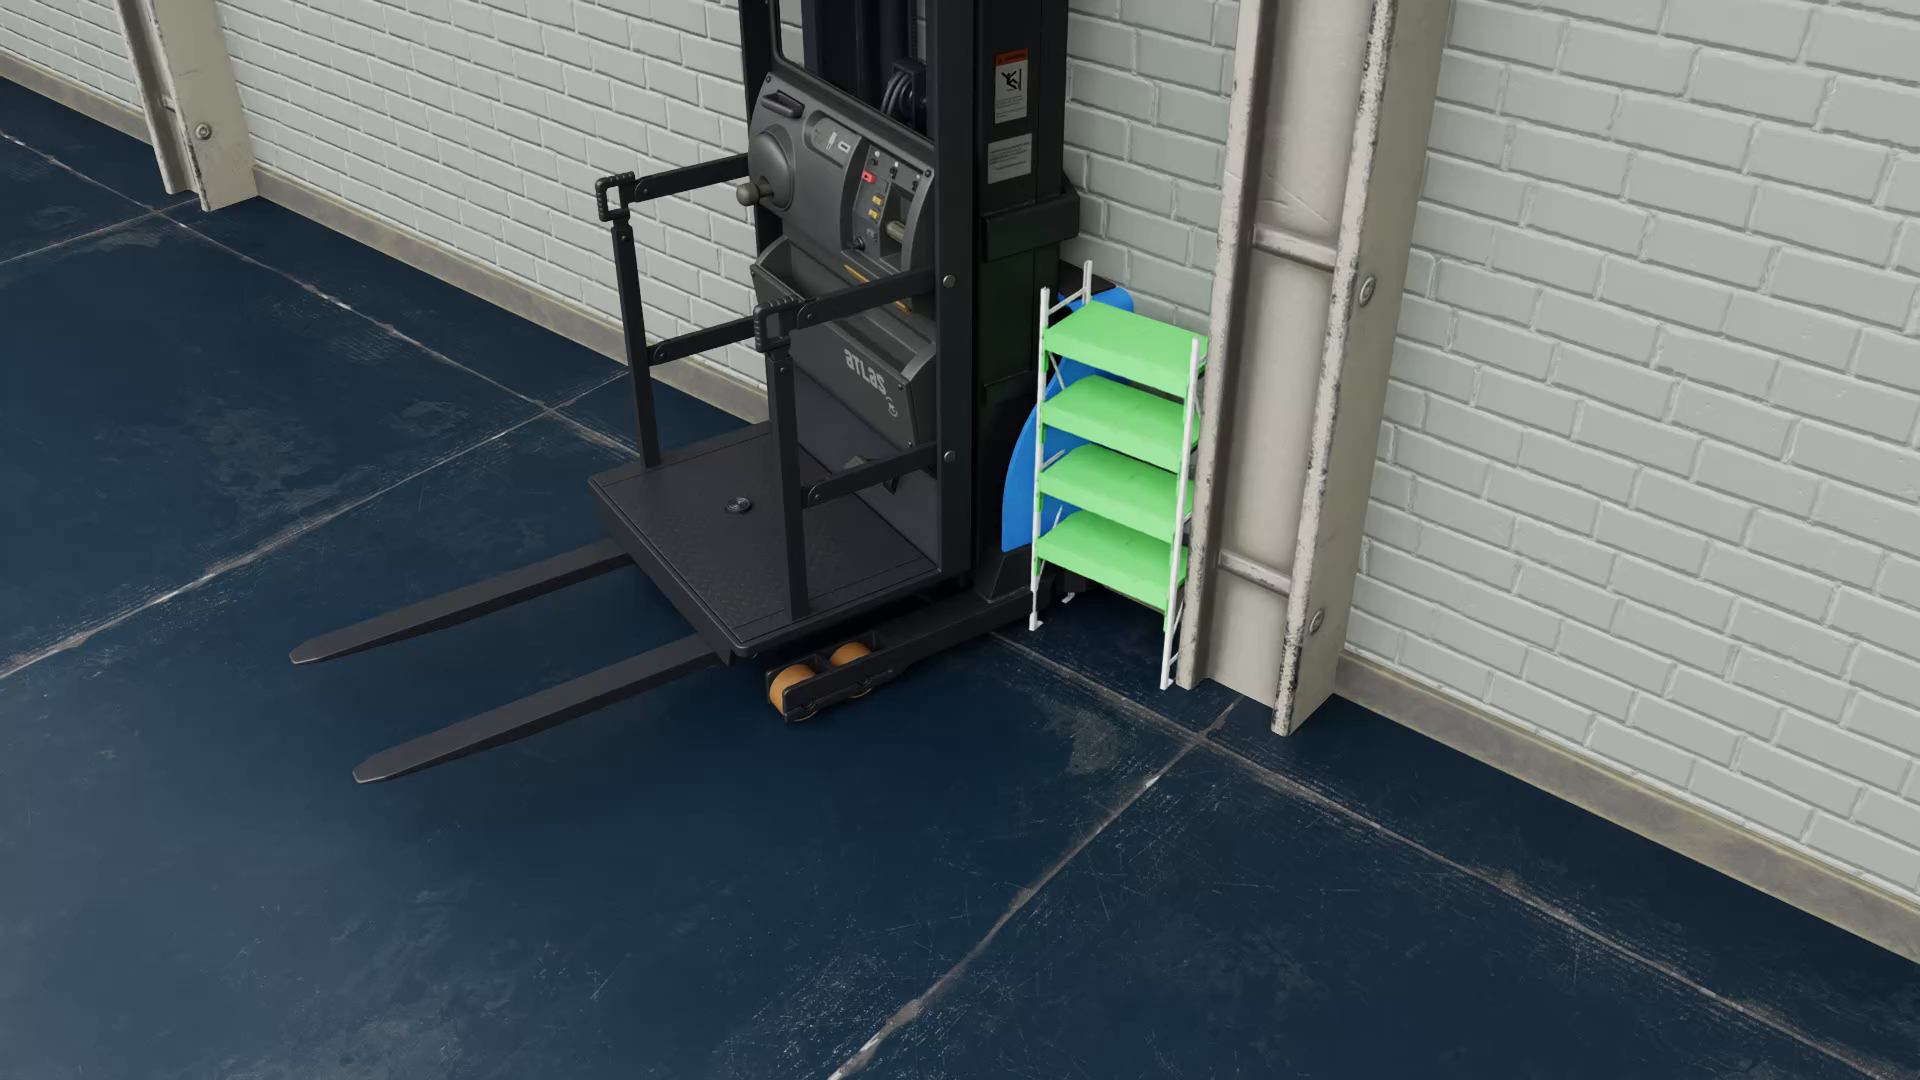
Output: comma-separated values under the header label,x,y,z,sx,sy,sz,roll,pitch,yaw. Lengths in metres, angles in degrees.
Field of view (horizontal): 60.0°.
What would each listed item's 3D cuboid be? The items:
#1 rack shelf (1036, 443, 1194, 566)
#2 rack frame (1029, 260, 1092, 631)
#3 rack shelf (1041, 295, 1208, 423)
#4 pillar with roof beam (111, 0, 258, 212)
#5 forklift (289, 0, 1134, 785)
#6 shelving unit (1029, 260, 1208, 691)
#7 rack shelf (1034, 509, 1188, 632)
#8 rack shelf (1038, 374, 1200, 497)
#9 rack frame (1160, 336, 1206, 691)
label,x,y,z,sx,sy,sz,roll,pitch,yaw
rack shelf,0.497,-0.122,4.978,0.480,0.148,0.258,23,41,30
rack frame,0.302,-0.258,5.063,0.015,1.200,0.240,23,41,30
rack shelf,0.499,-0.517,4.706,0.480,0.148,0.258,23,41,30
pillar with roof beam,-6.457,-3.566,2.994,0.400,9.000,9.100,25,42,32
forklift,-0.524,-1.010,4.632,3.031,2.935,1.130,-21,40,-27
shelving unit,0.497,-0.174,4.942,0.503,1.200,0.258,23,41,30
rack shelf,0.496,0.076,5.114,0.480,0.148,0.258,23,41,30
rack shelf,0.498,-0.319,4.842,0.480,0.148,0.258,23,41,30
rack frame,0.692,-0.091,4.822,0.015,1.200,0.240,23,41,30
